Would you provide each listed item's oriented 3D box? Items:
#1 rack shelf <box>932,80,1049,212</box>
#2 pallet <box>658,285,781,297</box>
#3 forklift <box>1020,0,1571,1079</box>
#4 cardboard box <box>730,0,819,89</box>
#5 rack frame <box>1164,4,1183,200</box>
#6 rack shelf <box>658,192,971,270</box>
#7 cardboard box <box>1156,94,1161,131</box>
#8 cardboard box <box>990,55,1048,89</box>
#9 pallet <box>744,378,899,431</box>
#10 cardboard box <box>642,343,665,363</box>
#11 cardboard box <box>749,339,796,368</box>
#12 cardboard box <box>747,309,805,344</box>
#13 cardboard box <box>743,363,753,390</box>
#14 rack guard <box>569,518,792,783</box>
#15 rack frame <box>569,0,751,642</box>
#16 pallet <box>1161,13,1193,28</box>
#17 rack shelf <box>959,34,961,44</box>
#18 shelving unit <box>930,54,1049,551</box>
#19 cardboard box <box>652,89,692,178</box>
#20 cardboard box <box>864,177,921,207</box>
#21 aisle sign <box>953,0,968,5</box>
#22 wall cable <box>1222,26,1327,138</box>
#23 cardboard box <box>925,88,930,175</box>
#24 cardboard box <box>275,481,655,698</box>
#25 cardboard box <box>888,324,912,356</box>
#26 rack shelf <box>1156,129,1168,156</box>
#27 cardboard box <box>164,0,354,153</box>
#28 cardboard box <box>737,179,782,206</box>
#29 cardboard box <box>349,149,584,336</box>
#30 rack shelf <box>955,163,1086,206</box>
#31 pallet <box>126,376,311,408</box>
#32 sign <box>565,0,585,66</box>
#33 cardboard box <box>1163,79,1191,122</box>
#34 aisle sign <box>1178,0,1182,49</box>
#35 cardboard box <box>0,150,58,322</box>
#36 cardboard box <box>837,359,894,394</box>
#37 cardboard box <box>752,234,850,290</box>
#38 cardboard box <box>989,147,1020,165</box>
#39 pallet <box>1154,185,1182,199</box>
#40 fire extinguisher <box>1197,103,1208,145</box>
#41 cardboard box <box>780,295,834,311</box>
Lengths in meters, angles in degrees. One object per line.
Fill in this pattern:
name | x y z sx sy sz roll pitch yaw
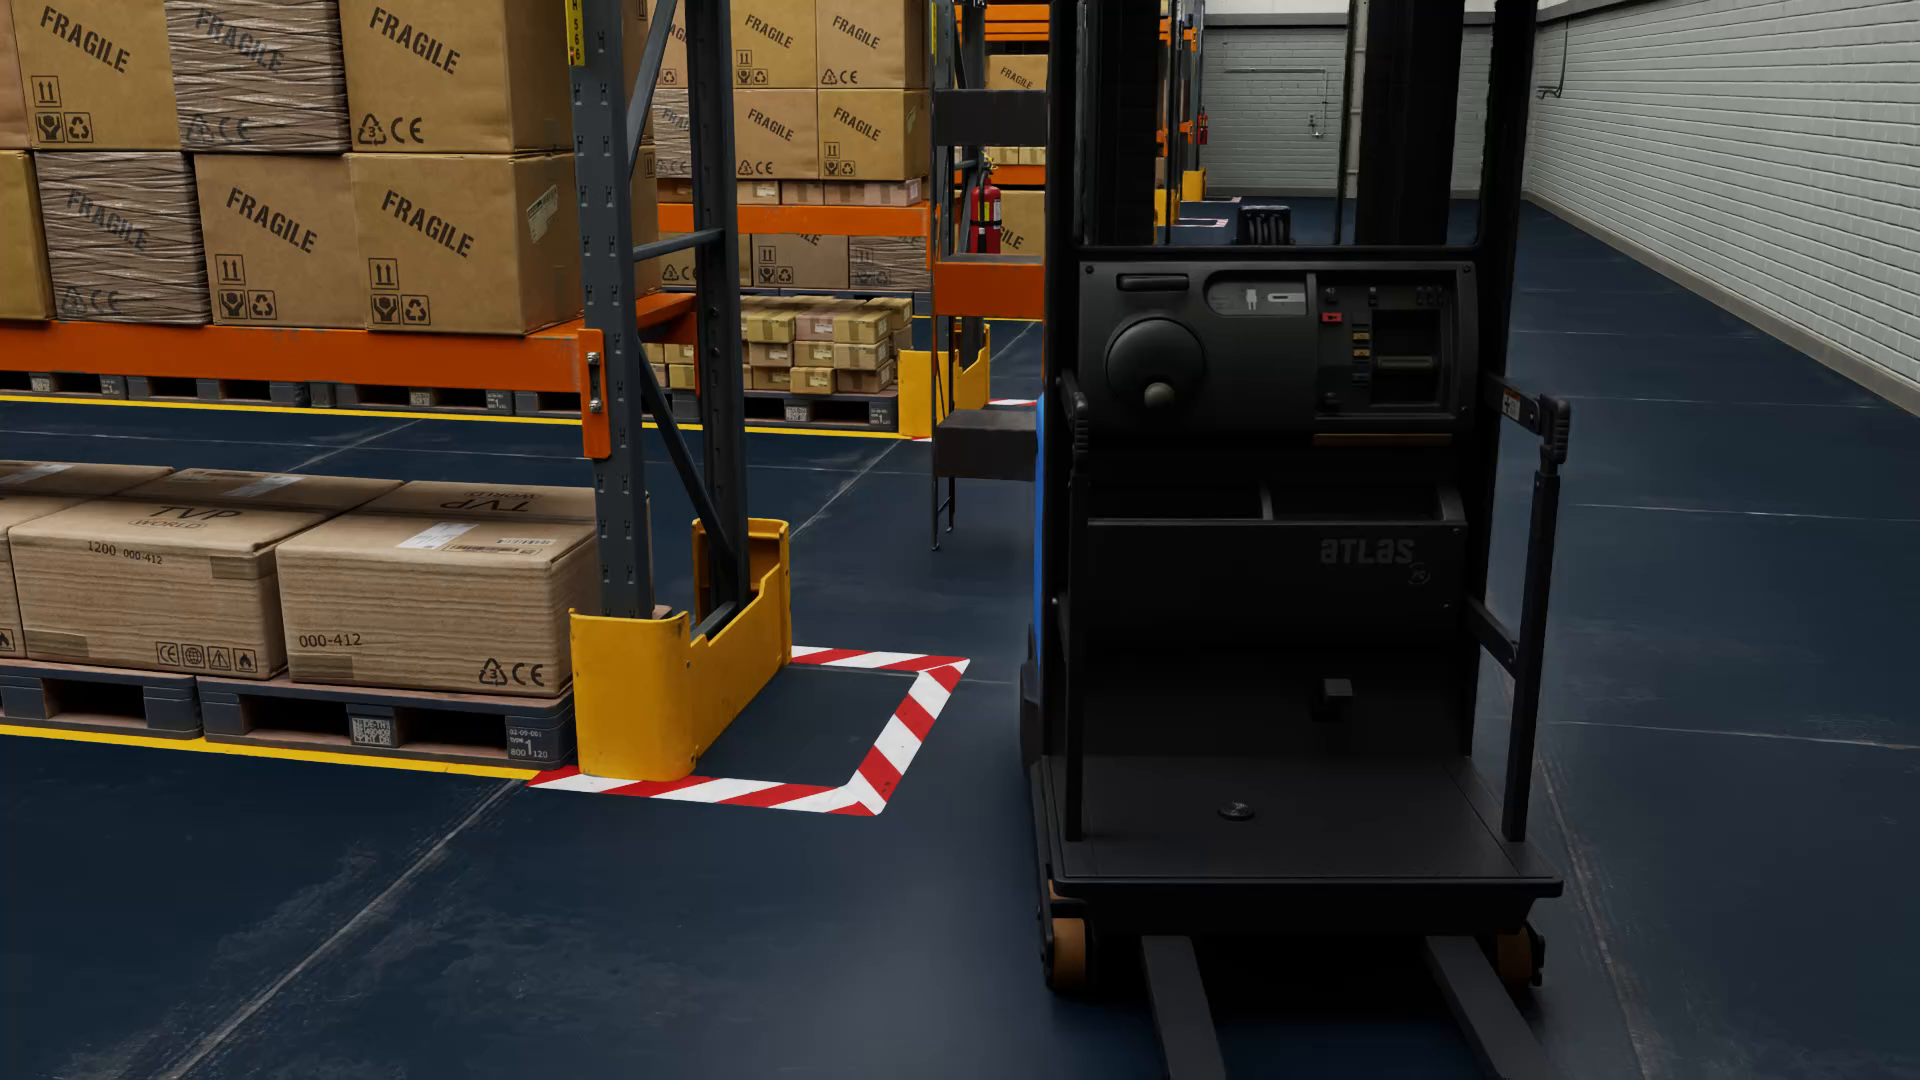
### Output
rack shelf | 0.162 -1.665 6.997 0.480 0.518 0.431 3 16 11
pallet | -2.113 -2.290 15.365 1.213 0.211 1.003 3 16 11
forklift | 0.746 -0.469 3.693 1.130 2.935 3.031 0 15 0
cardboard box | -1.005 -2.850 9.543 0.500 0.500 0.500 3 16 9
rack frame | 3.055 -6.074 23.799 0.127 3.000 1.000 3 16 11
rack shelf | -1.970 -1.950 10.260 4.000 0.370 1.077 3 16 11
cardboard box | 2.562 -6.074 23.615 0.500 0.500 0.500 4 16 13
cardboard box | 0.548 -3.872 14.170 0.500 0.500 0.500 3 16 12
pallet | -0.874 -0.903 10.356 1.213 0.211 1.003 3 16 11
cardboard box | -1.851 -1.185 10.148 0.250 0.149 0.380 4 16 14
cardboard box | -1.094 -1.143 9.994 0.250 0.149 0.380 2 16 9
cardboard box | -1.093 -1.276 9.919 0.250 0.149 0.380 3 16 10
cardboard box | -1.326 -1.026 10.129 0.250 0.149 0.380 3 16 12
rack guard | -0.874 0.316 5.415 0.348 0.500 1.175 3 16 11
rack frame | -0.897 -0.890 5.085 0.127 3.000 1.000 3 16 11
pallet | 3.310 -8.809 28.222 1.213 0.211 1.003 3 16 11
rack shelf | -1.841 -8.788 29.326 4.000 0.370 1.077 3 16 11
shelving unit | 0.162 -1.003 7.180 0.503 2.100 0.431 3 16 11
cardboard box | -1.504 -2.391 9.762 0.500 0.500 0.500 3 16 11
cardboard box | -0.386 -2.012 9.609 0.250 0.149 0.380 3 16 11
aisle sign | 0.002 -3.361 9.135 0.004 0.787 0.394 3 16 11
wall cable | 5.482 -8.039 28.990 1.851 1.984 0.084 3 16 11
cardboard box | -0.395 -2.478 10.074 0.500 0.500 0.500 4 16 14
cardboard box | -1.564 0.134 5.404 0.875 0.438 0.875 3 16 9
cardboard box | -0.472 -1.257 10.407 0.250 0.149 0.380 4 16 13
rack shelf | 1.095 -5.833 24.279 4.000 0.370 1.077 3 16 11
cardboard box | -1.935 -1.403 4.879 0.500 0.500 0.500 3 16 11
cardboard box | -1.125 -2.052 9.753 0.250 0.149 0.380 4 16 13
cardboard box | -1.423 -0.894 4.915 0.500 0.500 0.500 3 16 11
rack shelf | -0.882 -3.242 14.924 4.000 0.370 1.077 3 16 11
pallet | -4.693 -1.100 11.068 1.213 0.211 1.003 3 16 11
sign | -1.019 -1.421 4.389 0.005 0.325 0.100 3 16 11
cardboard box | 3.537 -7.539 28.526 0.700 0.700 0.980 4 16 14
aisle sign | 3.061 -7.243 23.149 0.004 0.787 0.394 3 16 11
cardboard box | -2.926 -0.974 5.202 0.500 0.500 0.500 4 16 13
cardboard box | -0.567 -0.992 10.008 0.250 0.149 0.380 3 16 12
cardboard box | -1.330 -2.770 15.065 0.875 0.875 0.875 3 16 11
cardboard box | 0.408 -3.307 14.284 0.250 0.149 0.380 3 16 12
pallet | 3.240 -6.048 28.930 1.213 0.211 1.003 3 16 11
fire extinguisher | 4.095 -7.024 28.073 0.183 0.674 0.296 3 16 11
cardboard box | -0.971 -1.452 10.555 0.250 0.149 0.380 3 16 11
